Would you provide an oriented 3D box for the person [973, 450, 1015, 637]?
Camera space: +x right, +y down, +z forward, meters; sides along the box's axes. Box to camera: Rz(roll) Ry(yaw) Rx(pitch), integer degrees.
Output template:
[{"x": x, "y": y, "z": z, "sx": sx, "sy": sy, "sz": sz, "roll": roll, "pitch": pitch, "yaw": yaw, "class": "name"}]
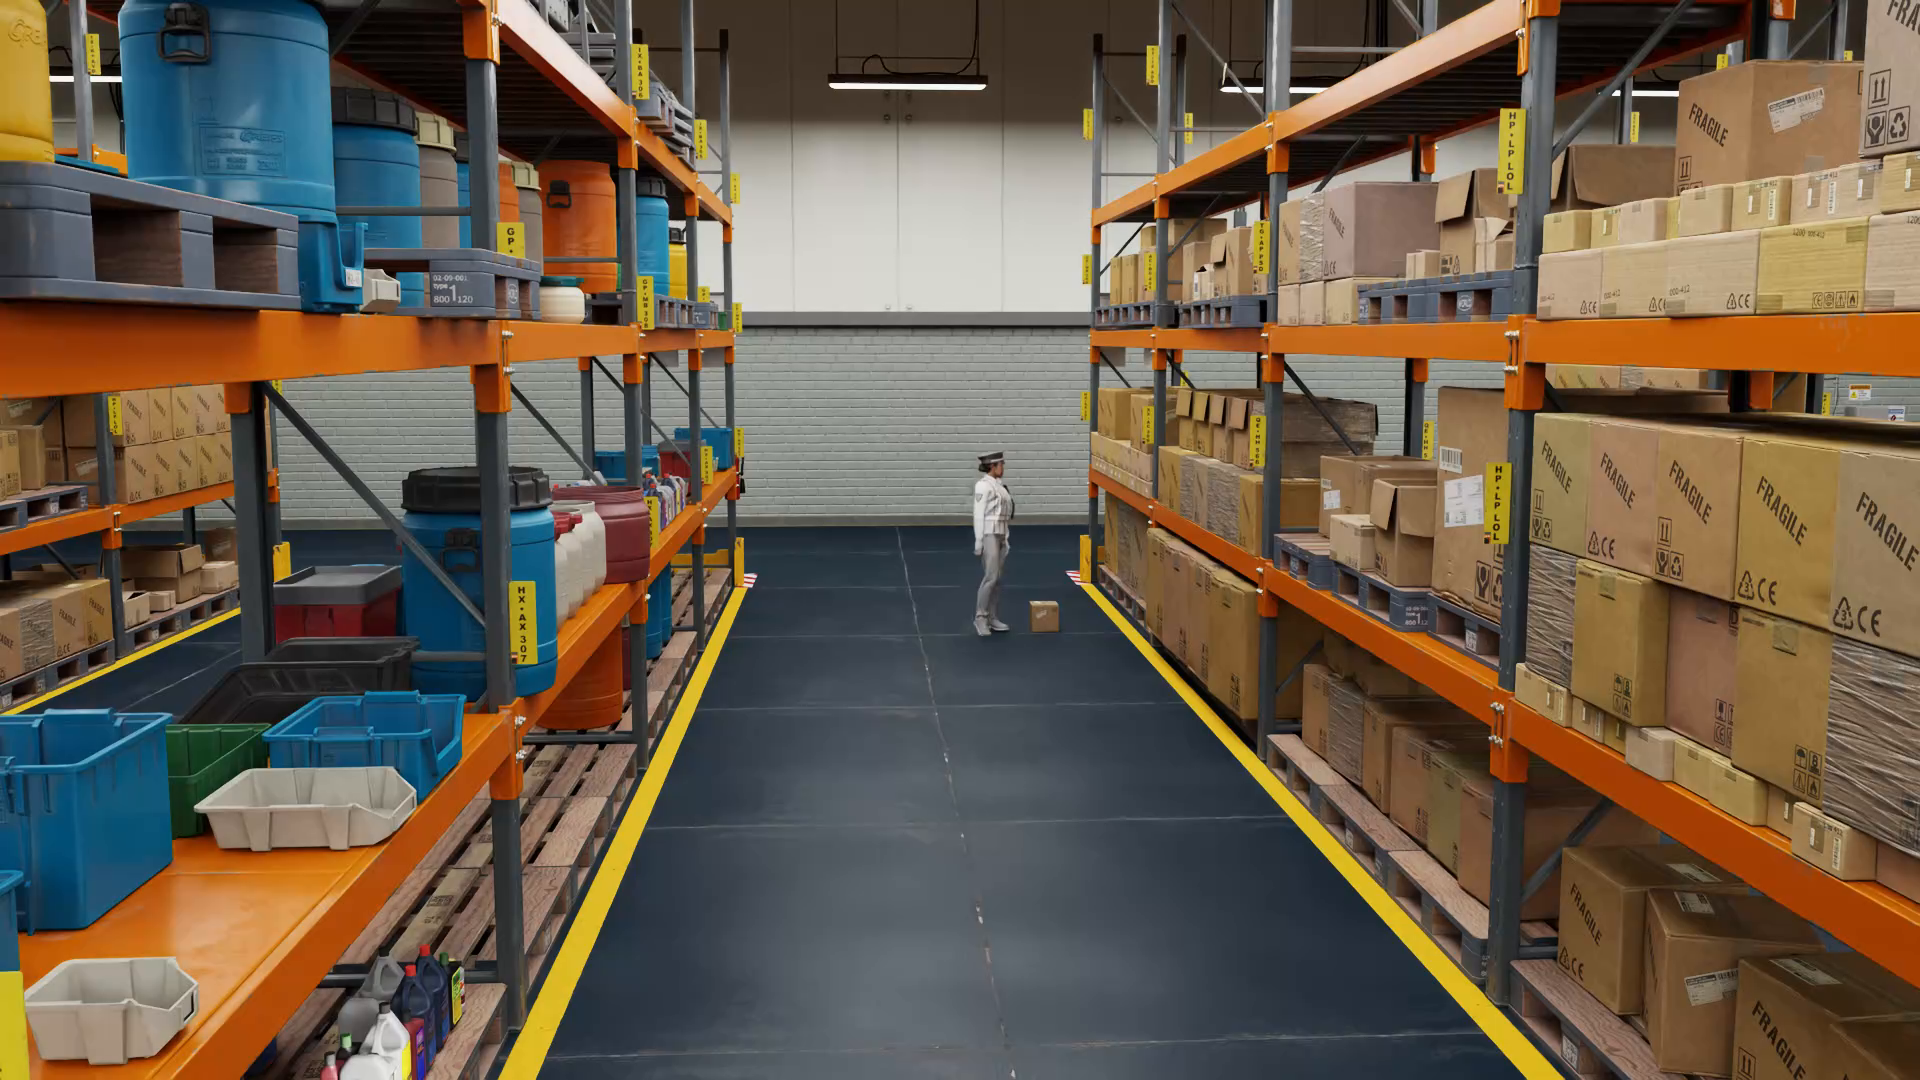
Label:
[{"x": 0.289, "y": 0.030, "z": 15.537, "sx": 0.375, "sy": 1.728, "sz": 0.646, "roll": 3, "pitch": 8, "yaw": 24, "class": "person"}]
